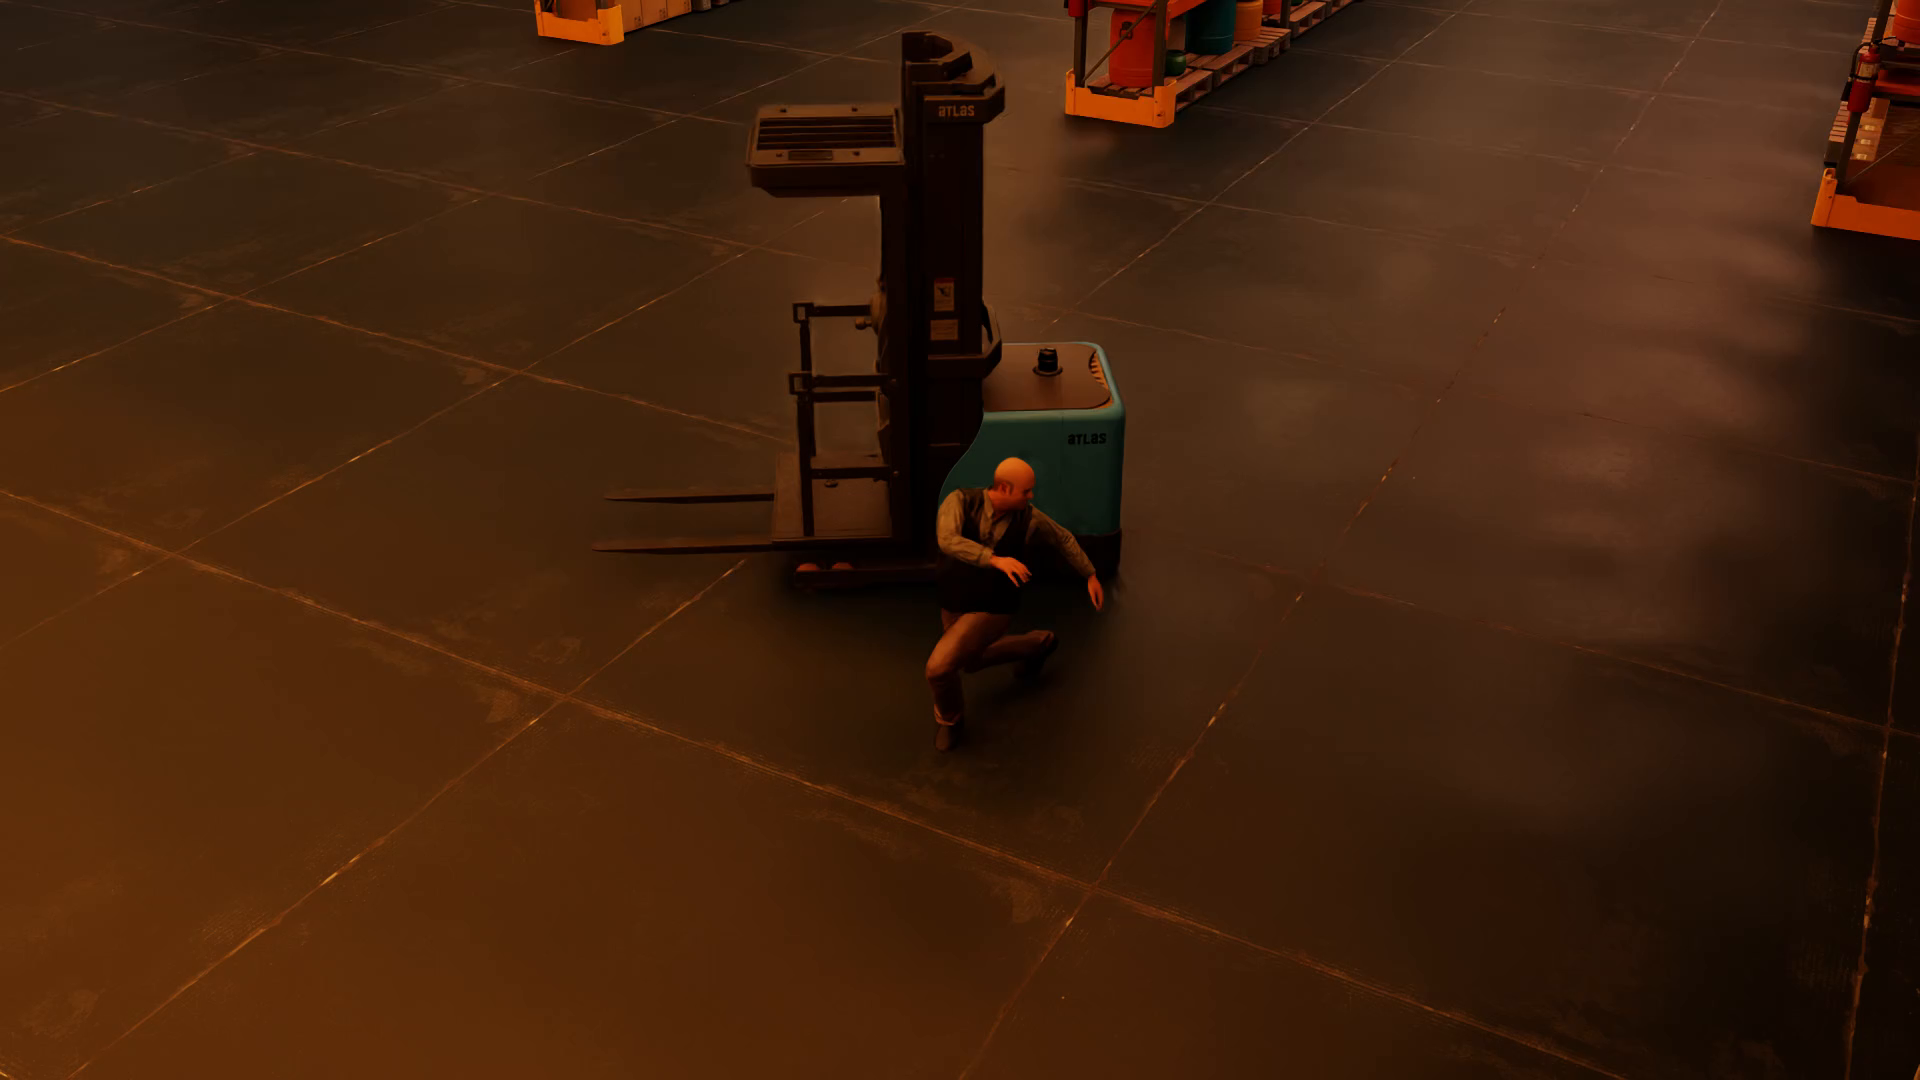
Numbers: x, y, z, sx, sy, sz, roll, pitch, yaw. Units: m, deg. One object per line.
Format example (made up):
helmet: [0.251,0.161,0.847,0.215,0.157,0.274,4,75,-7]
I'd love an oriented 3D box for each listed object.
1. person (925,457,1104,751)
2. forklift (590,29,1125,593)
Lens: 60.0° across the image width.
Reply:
person: [0.228,0.282,8.122,0.730,1.494,0.956,18,34,28]
forklift: [-0.616,-1.241,9.220,3.031,2.935,1.130,-2,30,-3]
